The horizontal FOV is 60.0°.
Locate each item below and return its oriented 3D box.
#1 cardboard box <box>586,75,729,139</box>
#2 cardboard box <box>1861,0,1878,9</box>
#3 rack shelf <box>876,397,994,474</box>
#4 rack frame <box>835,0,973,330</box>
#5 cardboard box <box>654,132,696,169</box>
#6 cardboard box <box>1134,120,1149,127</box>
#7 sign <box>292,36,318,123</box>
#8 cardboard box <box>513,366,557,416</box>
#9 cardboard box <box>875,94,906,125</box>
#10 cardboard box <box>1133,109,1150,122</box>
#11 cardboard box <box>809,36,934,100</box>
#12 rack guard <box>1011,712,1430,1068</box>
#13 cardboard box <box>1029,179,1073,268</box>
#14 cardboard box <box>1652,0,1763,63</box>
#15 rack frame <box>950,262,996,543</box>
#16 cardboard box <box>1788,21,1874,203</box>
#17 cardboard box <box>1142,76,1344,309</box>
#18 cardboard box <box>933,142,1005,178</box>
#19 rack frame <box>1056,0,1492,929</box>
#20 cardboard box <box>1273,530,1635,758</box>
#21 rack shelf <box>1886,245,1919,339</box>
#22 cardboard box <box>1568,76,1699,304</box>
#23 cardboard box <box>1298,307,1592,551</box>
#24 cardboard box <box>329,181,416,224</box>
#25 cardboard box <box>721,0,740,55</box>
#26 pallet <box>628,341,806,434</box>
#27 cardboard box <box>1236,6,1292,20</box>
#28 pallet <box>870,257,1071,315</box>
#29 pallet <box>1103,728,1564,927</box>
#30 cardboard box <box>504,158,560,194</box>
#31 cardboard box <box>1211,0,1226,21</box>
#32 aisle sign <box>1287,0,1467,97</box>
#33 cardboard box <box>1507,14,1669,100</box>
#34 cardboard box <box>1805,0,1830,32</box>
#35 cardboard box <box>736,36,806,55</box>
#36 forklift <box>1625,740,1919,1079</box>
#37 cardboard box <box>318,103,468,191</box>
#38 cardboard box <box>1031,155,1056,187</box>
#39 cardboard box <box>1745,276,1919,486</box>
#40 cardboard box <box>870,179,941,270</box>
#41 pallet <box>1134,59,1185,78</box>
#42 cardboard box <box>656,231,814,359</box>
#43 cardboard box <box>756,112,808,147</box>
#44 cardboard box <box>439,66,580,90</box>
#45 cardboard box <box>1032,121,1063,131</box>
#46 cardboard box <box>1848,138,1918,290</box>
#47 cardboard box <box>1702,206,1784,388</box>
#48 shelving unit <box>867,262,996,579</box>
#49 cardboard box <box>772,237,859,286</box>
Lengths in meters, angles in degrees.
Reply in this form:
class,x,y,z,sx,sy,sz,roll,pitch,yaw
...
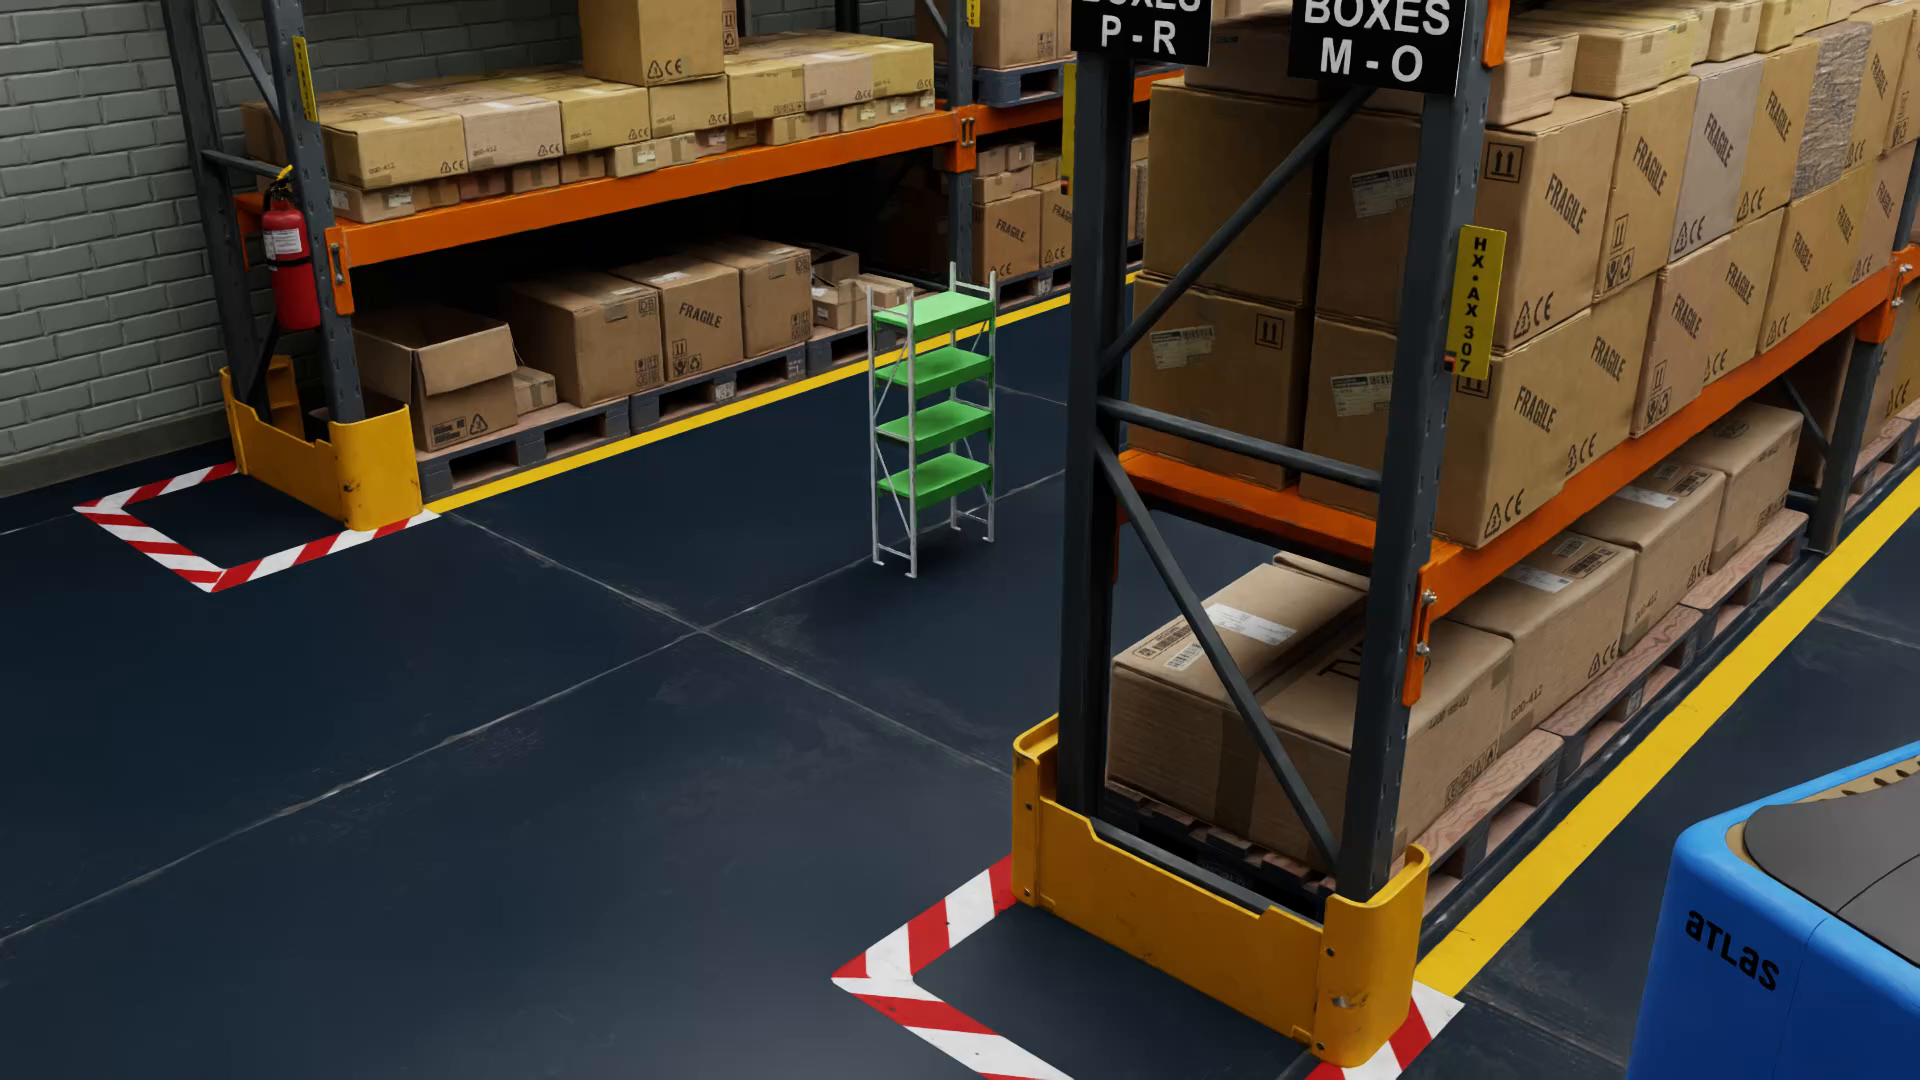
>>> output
class,x,y,z,sx,sy,sz,roll,pitch,yaw
cardboard box,-1.507,-2.185,8.278,0.500,0.250,0.500,19,30,36
cardboard box,2.961,-1.940,5.774,0.380,0.149,0.250,20,31,38
rack shelf,-0.110,-0.439,6.918,0.258,0.148,0.480,20,31,38
rack frame,-0.338,-2.802,9.832,1.000,3.000,0.127,20,31,38
cardboard box,-1.527,-1.958,8.258,0.380,0.149,0.250,21,32,39
cardboard box,1.446,-2.844,11.675,0.380,0.149,0.250,20,31,37
sign,-2.604,-1.830,6.606,0.100,0.325,0.005,20,31,38
cardboard box,-2.217,-0.753,8.234,0.380,0.149,0.250,19,30,36
cardboard box,-0.521,-2.436,9.323,0.380,0.149,0.250,21,32,39
cardboard box,1.197,-3.065,12.168,0.380,0.149,0.250,18,30,35
cardboard box,-0.497,-2.647,9.307,0.500,0.250,0.500,21,32,39
rack guard,0.675,0.919,4.589,1.175,0.500,0.348,20,31,38
cardboard box,0.500,-2.103,10.817,0.500,0.500,0.500,20,31,37
cardboard box,2.011,-1.450,4.681,0.380,0.149,0.250,20,31,38
rack frame,0.052,-0.571,7.058,0.240,1.200,0.015,20,31,38
cardboard box,2.574,-1.420,5.406,0.500,0.500,0.500,21,31,38
cardboard box,0.835,-0.942,4.341,0.500,0.500,0.500,21,32,39
cardboard box,0.054,-2.337,10.183,0.380,0.149,0.250,19,31,37
rack frame,0.691,-0.229,4.094,1.000,3.000,0.127,20,31,38
cardboard box,1.661,0.239,5.668,0.875,0.438,0.875,21,32,39
rack shelf,4.695,-1.728,8.318,1.077,0.370,4.000,20,31,38
cardboard box,1.563,-0.958,4.377,0.500,0.500,0.500,19,30,36
cardboard box,1.225,-0.342,4.224,0.500,0.500,0.500,20,31,37
cardboard box,-2.584,-1.493,7.222,0.380,0.149,0.250,20,31,37
cardboard box,-1.531,-2.830,8.799,0.500,0.500,0.500,19,30,36
pallet,-1.612,-0.947,9.104,1.003,0.211,1.213,20,31,38
cardboard box,0.933,-1.274,4.289,0.380,0.149,0.250,21,31,38
pallet,0.176,-1.787,10.978,1.003,0.211,1.213,20,31,38
pallet,1.166,0.779,5.255,1.003,0.211,1.213,20,31,38
cardboard box,-2.085,-1.733,7.757,0.380,0.149,0.250,21,32,39
cardboard box,1.379,-3.711,11.221,0.797,0.503,0.637,19,31,36
aisle sign,0.859,-1.314,3.336,0.394,0.787,0.004,20,31,38
cardboard box,1.515,-1.206,4.137,0.380,0.149,0.250,21,32,39
cardboard box,2.492,-1.692,5.221,0.380,0.149,0.250,19,31,36
cardboard box,-1.200,-2.637,9.285,0.500,0.250,0.500,20,31,37
forklift,2.543,0.667,2.180,1.130,2.935,3.031,-12,27,-25
cardboard box,-2.505,-1.715,7.228,0.500,0.250,0.500,20,31,38
cardboard box,0.389,-2.372,10.623,0.380,0.149,0.250,18,30,35
cardboard box,3.715,-0.880,7.630,0.875,0.875,0.875,21,32,39
cardboard box,-0.231,-2.083,10.771,0.500,0.500,0.500,20,31,37
pallet,1.037,-3.339,11.265,1.003,0.211,1.213,20,31,38
cardboard box,-1.237,-1.360,9.160,0.700,0.500,0.500,19,30,36
cardboard box,-1.021,-2.192,8.779,0.380,0.149,0.250,20,31,37
cardboard box,-2.220,-2.169,8.241,0.500,0.250,0.500,21,32,39
cardboard box,0.716,-2.814,11.609,0.380,0.149,0.250,19,30,36
cardboard box,3.241,-1.282,6.320,0.500,0.500,0.500,20,31,38
cardboard box,2.217,-0.811,5.270,0.500,0.500,0.500,21,32,39
shelving unit,-0.110,-0.497,6.892,0.258,1.200,0.503,20,31,38
cardboard box,-0.955,-1.630,9.991,0.500,0.311,0.500,22,32,39
